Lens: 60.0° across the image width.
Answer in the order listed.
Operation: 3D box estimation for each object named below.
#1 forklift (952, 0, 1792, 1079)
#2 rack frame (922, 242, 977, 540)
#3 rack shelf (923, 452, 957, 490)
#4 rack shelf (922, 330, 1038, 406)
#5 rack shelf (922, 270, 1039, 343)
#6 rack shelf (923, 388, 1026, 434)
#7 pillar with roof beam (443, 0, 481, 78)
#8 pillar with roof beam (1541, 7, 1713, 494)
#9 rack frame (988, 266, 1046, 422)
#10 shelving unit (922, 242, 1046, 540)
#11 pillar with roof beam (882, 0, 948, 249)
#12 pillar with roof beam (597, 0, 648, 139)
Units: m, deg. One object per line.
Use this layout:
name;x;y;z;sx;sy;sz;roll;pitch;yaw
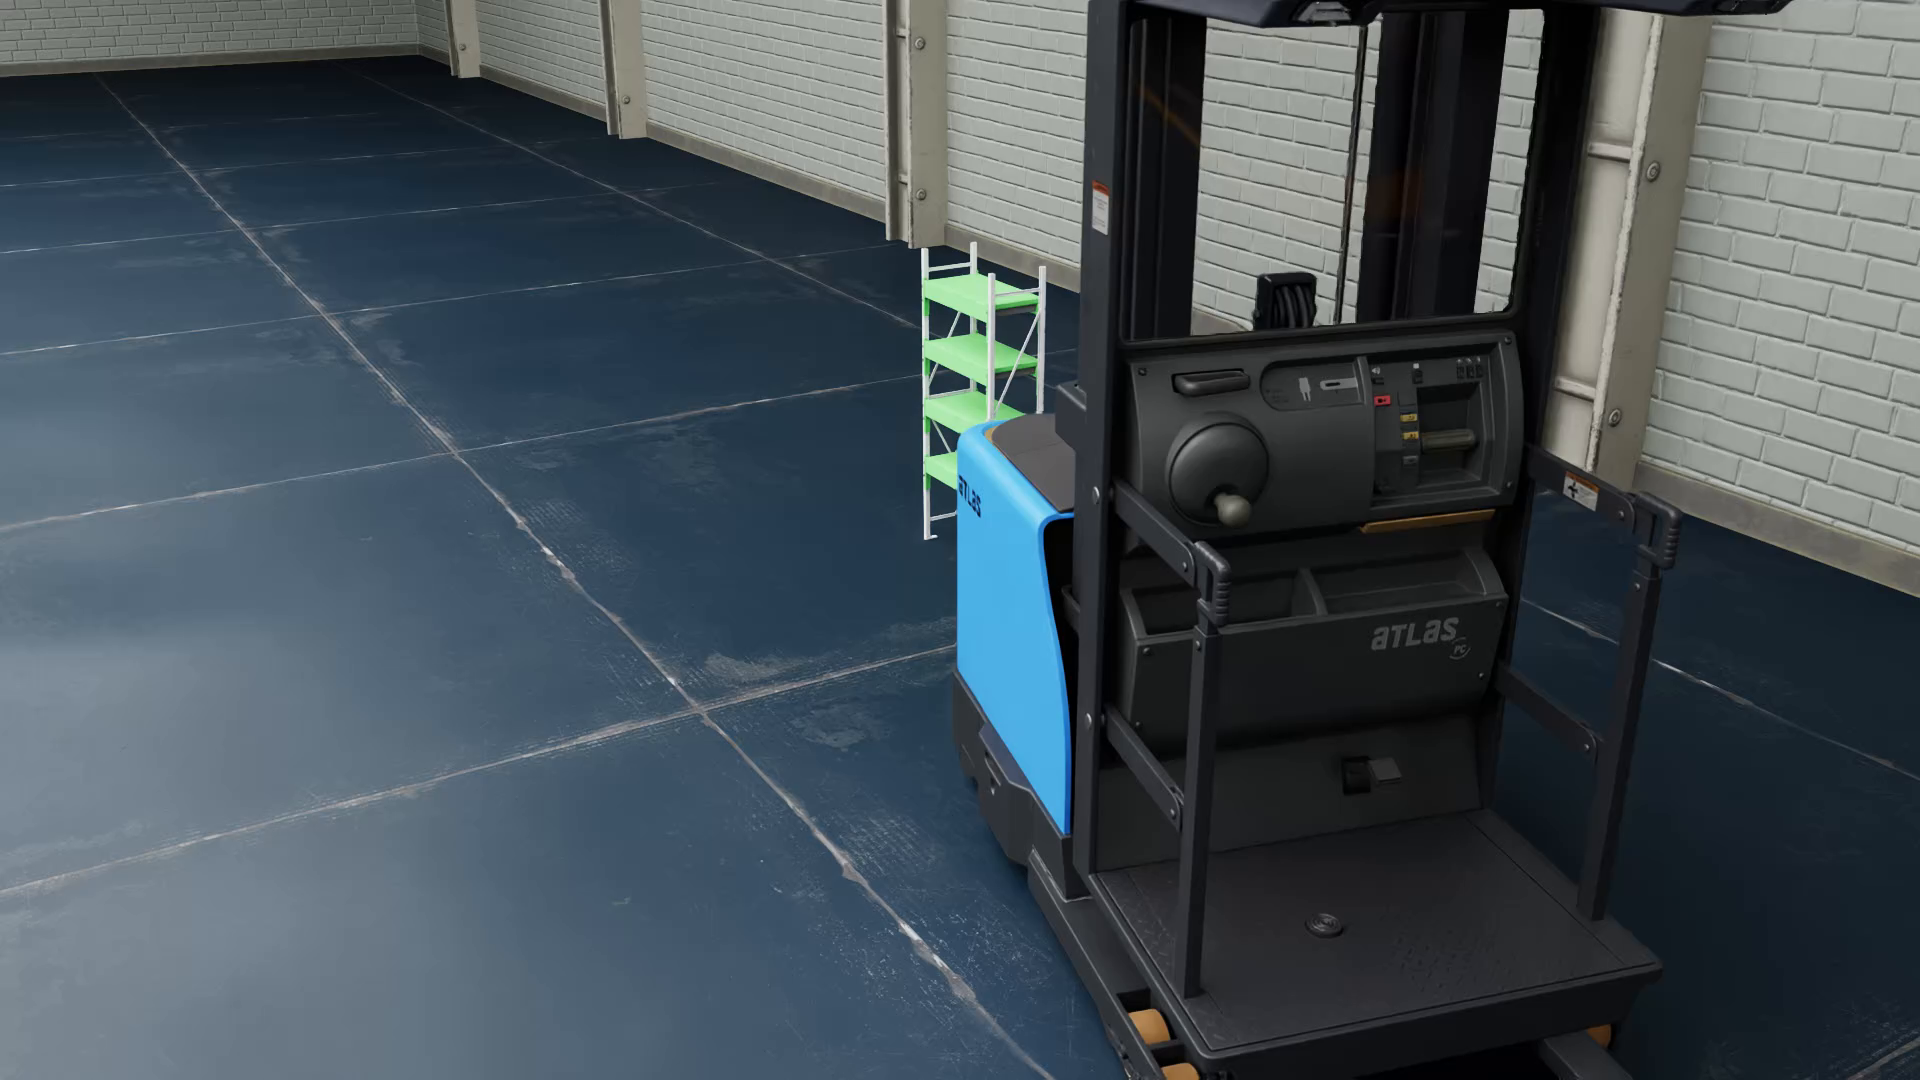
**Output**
forklift;0.877;-0.220;3.459;1.130;2.935;3.031;-6;23;-15
rack frame;-0.040;-0.581;6.648;0.240;1.200;0.015;-13;25;-28
rack shelf;0.085;-0.221;6.568;0.258;0.148;0.480;-13;25;-28
rack shelf;0.085;-0.665;6.387;0.258;0.148;0.480;-13;25;-28
rack shelf;0.085;-0.888;6.297;0.258;0.148;0.480;-13;25;-28
rack shelf;0.085;-0.443;6.478;0.258;0.148;0.480;-13;25;-28
pillar with roof beam;-10.147;-9.413;18.020;9.100;9.000;0.400;-13;25;-28
pillar with roof beam;-0.952;-3.587;3.685;9.100;9.000;0.400;-13;25;-28
rack frame;0.209;-0.423;6.259;0.240;1.200;0.015;-13;25;-28
shelving unit;0.085;-0.502;6.454;0.258;1.200;0.503;-13;25;-28
pillar with roof beam;-4.017;-5.529;8.463;9.100;9.000;0.400;-13;25;-28
pillar with roof beam;-7.082;-7.471;13.242;9.100;9.000;0.400;-13;25;-28
